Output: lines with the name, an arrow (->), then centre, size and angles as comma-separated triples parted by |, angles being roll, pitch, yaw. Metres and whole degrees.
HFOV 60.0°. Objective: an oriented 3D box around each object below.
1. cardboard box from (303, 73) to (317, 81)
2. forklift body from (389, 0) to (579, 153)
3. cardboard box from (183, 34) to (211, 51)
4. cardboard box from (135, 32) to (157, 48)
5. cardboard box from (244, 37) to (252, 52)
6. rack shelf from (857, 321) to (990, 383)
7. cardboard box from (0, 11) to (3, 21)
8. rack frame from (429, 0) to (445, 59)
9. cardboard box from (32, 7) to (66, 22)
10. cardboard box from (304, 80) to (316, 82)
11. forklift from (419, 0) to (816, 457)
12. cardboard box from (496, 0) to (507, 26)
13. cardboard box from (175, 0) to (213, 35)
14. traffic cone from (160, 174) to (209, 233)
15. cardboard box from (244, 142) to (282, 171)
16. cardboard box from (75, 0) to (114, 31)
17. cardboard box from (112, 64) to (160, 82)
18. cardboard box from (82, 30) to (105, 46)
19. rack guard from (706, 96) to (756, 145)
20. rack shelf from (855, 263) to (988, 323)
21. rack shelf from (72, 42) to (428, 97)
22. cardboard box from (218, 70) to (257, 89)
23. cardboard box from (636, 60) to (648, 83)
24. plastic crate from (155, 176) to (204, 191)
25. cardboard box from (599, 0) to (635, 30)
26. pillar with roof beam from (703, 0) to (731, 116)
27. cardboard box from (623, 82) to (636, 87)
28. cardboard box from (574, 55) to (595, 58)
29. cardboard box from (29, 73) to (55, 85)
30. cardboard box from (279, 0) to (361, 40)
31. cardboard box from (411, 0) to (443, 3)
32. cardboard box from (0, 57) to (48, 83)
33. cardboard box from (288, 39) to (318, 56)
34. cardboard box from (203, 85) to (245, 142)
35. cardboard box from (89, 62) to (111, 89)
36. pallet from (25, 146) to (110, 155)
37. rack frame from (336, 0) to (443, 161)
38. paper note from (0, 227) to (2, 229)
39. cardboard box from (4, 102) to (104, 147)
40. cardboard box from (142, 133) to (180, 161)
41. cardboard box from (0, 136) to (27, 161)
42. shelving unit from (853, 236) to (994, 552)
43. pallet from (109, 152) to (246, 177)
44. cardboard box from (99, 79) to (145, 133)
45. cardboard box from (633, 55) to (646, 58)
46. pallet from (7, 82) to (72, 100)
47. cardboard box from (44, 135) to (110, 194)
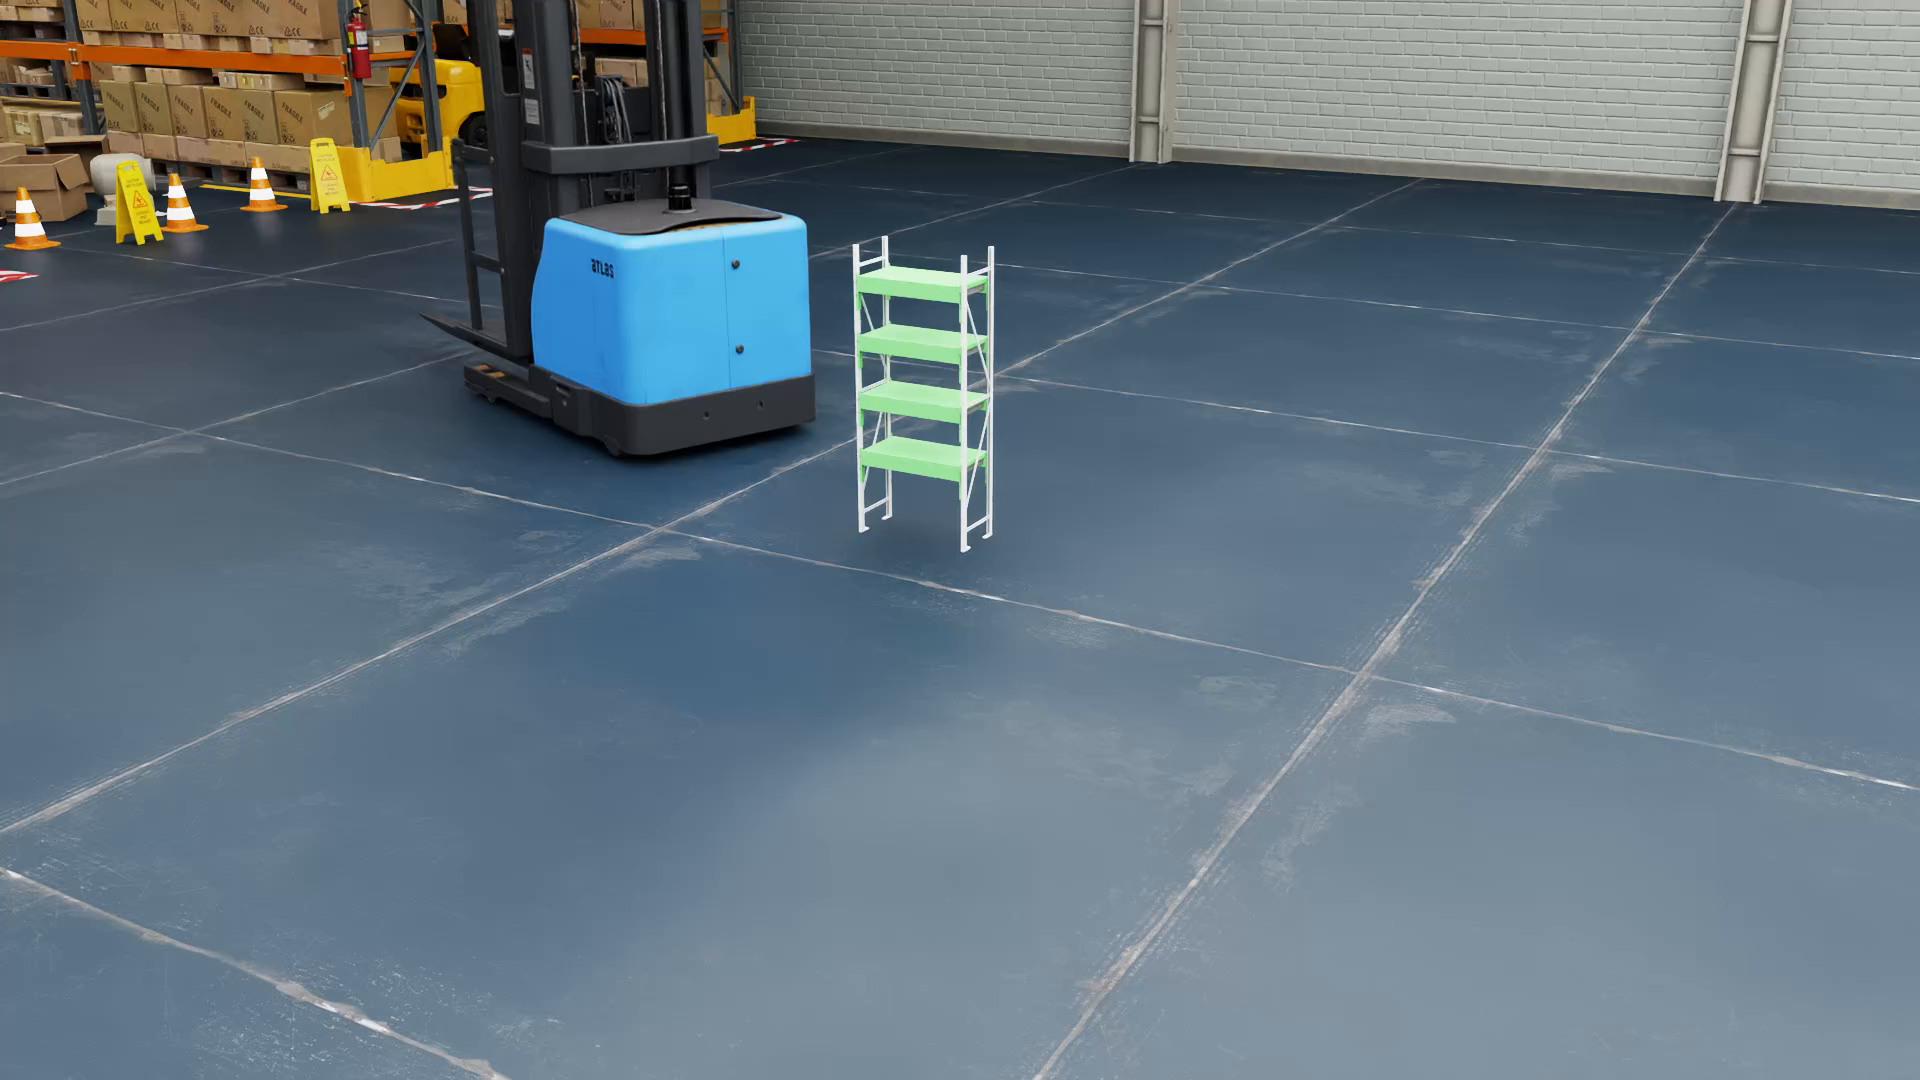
cardboard box -> -8.823, -6.432, 23.066 | 0.625, 0.625, 0.875 | 12, 23, 29
forklift body -> -5.496, -5.608, 19.172 | 1.214, 2.155, 2.313 | 11, 23, 27
cardboard box -> -7.396, -4.907, 16.362 | 0.250, 0.149, 0.380 | 11, 23, 27
cardboard box -> -8.050, -5.043, 16.737 | 0.250, 0.149, 0.380 | 12, 23, 29
cardboard box -> -6.682, -4.814, 16.105 | 0.250, 0.149, 0.380 | 11, 23, 28
rack shelf -> -0.145, -0.757, 6.676 | 0.480, 0.148, 0.258 | 11, 23, 27
cardboard box -> -10.133, -5.627, 17.732 | 0.250, 0.149, 0.380 | 11, 23, 28
rack frame -> -6.443, -6.900, 21.489 | 0.127, 3.000, 1.000 | 11, 23, 27
cardboard box -> -9.444, -5.505, 17.394 | 0.250, 0.149, 0.380 | 11, 23, 28
cardboard box -> -6.851, -4.406, 16.929 | 0.500, 0.500, 0.500 | 11, 23, 28
forklift -> -2.036, -2.204, 8.642 | 1.130, 2.935, 3.031 | -15, 25, -36
cardboard box -> -5.720, -6.714, 20.829 | 0.500, 0.500, 0.500 | 11, 23, 28
cardboard box -> -7.280, -5.211, 16.248 | 0.500, 0.500, 0.500 | 11, 23, 28
traffic cone -> -6.617, -2.865, 14.084 | 0.334, 0.463, 0.336 | 11, 23, 27
cardboard box -> -6.654, -3.804, 16.371 | 0.500, 0.250, 0.500 | 11, 23, 27
cardboard box -> -8.612, -5.453, 16.915 | 0.500, 0.500, 0.500 | 11, 23, 27
cardboard box -> -8.397, -4.767, 16.974 | 0.250, 0.149, 0.380 | 11, 23, 28
cardboard box -> -8.742, -5.156, 17.049 | 0.250, 0.149, 0.380 | 11, 23, 27
rack guard -> -2.930, -5.056, 20.070 | 0.348, 0.500, 1.175 | 11, 23, 27
rack shelf -> -0.145, -0.983, 6.595 | 0.480, 0.148, 0.258 | 11, 23, 27
rack shelf -> -7.114, -4.751, 16.619 | 4.000, 0.370, 1.077 | 11, 23, 27
cardboard box -> -6.995, -4.503, 16.245 | 0.250, 0.149, 0.380 | 12, 23, 30
cardboard box -> -3.505, -5.594, 19.837 | 0.500, 0.250, 0.500 | 12, 23, 29
plastic crate -> -7.890, -3.544, 16.519 | 0.583, 0.080, 0.402 | 3, 20, 9
cardboard box -> -3.957, -6.375, 19.894 | 0.500, 0.500, 0.500 | 12, 23, 29
pillar with roof beam -> -5.219, -8.158, 16.158 | 0.400, 9.000, 9.100 | 11, 23, 27
cardboard box -> -3.961, -5.449, 20.172 | 0.500, 0.250, 0.500 | 11, 22, 27
cardboard box -> -4.838, -5.844, 20.528 | 0.500, 0.250, 0.500 | 10, 22, 26
cardboard box -> -14.057, -7.093, 25.585 | 0.250, 0.149, 0.380 | 10, 22, 26
cardboard box -> -5.977, -4.952, 15.535 | 0.500, 0.500, 0.500 | 10, 22, 26
cardboard box -> -6.996, -7.070, 21.444 | 0.500, 0.250, 0.500 | 10, 22, 26
cardboard box -> -14.798, -7.462, 26.087 | 0.500, 0.500, 0.700 | 10, 22, 25
cardboard box -> -6.074, -4.646, 15.643 | 0.250, 0.149, 0.380 | 10, 22, 27
cardboard box -> -7.089, -4.241, 16.476 | 0.500, 0.500, 0.500 | 10, 22, 26
cardboard box -> -12.645, -7.020, 24.869 | 0.500, 0.500, 0.500 | 10, 22, 27
pallet -> -9.541, -4.240, 18.245 | 1.213, 0.211, 1.003 | 11, 23, 27
rack frame -> -5.368, -4.757, 15.580 | 0.127, 3.000, 1.000 | 11, 23, 27
paper note -> -8.199, -2.629, 14.071 | 0.144, 0.017, 0.142 | -16, 26, -38
cardboard box -> -9.949, -4.589, 18.355 | 0.625, 0.372, 0.950 | 12, 23, 31
cardboard box -> -8.005, -4.063, 17.083 | 0.500, 0.250, 0.500 | 12, 23, 30
cardboard box -> -8.957, -3.338, 15.132 | 0.503, 0.637, 0.797 | 11, 23, 27
shelving unit -> -0.145, -0.592, 6.736 | 0.503, 1.200, 0.258 | 11, 23, 27
pallet -> -8.257, -4.010, 17.610 | 1.213, 0.211, 1.003 | 11, 23, 27
cardboard box -> -8.477, -4.501, 17.191 | 0.500, 0.500, 0.500 | 12, 23, 30
cardboard box -> -3.716, -5.828, 20.484 | 0.500, 0.250, 0.500 | 11, 23, 27
pallet -> -14.026, -7.034, 25.948 | 1.213, 0.211, 1.003 | 11, 23, 27
cardboard box -> -8.589, -3.665, 16.231 | 0.500, 0.500, 0.500 | -7, 21, -20
